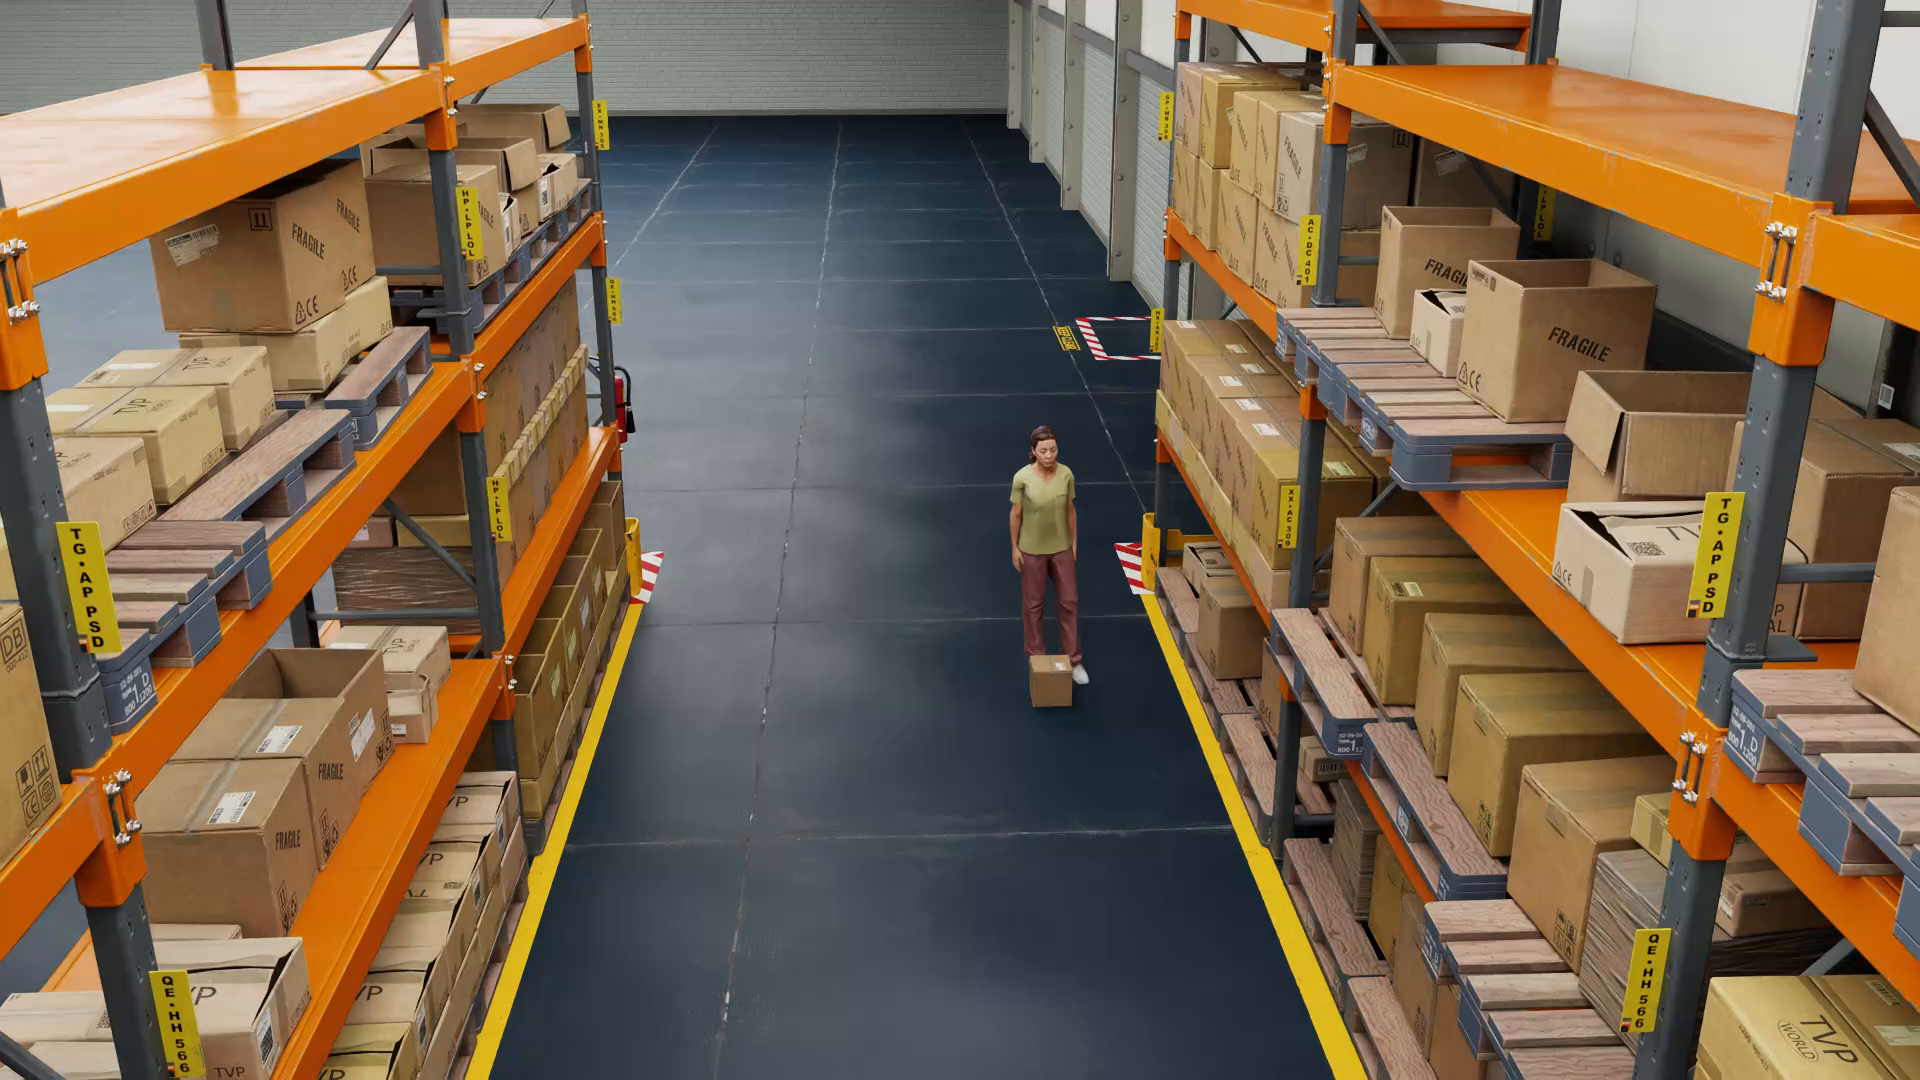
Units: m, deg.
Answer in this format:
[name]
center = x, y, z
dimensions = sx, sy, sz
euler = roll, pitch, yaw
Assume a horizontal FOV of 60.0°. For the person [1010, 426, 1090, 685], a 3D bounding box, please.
[person]
center = 0.583, 0.097, 10.806
dimensions = 0.470, 1.685, 0.513
euler = -4, 21, -11
